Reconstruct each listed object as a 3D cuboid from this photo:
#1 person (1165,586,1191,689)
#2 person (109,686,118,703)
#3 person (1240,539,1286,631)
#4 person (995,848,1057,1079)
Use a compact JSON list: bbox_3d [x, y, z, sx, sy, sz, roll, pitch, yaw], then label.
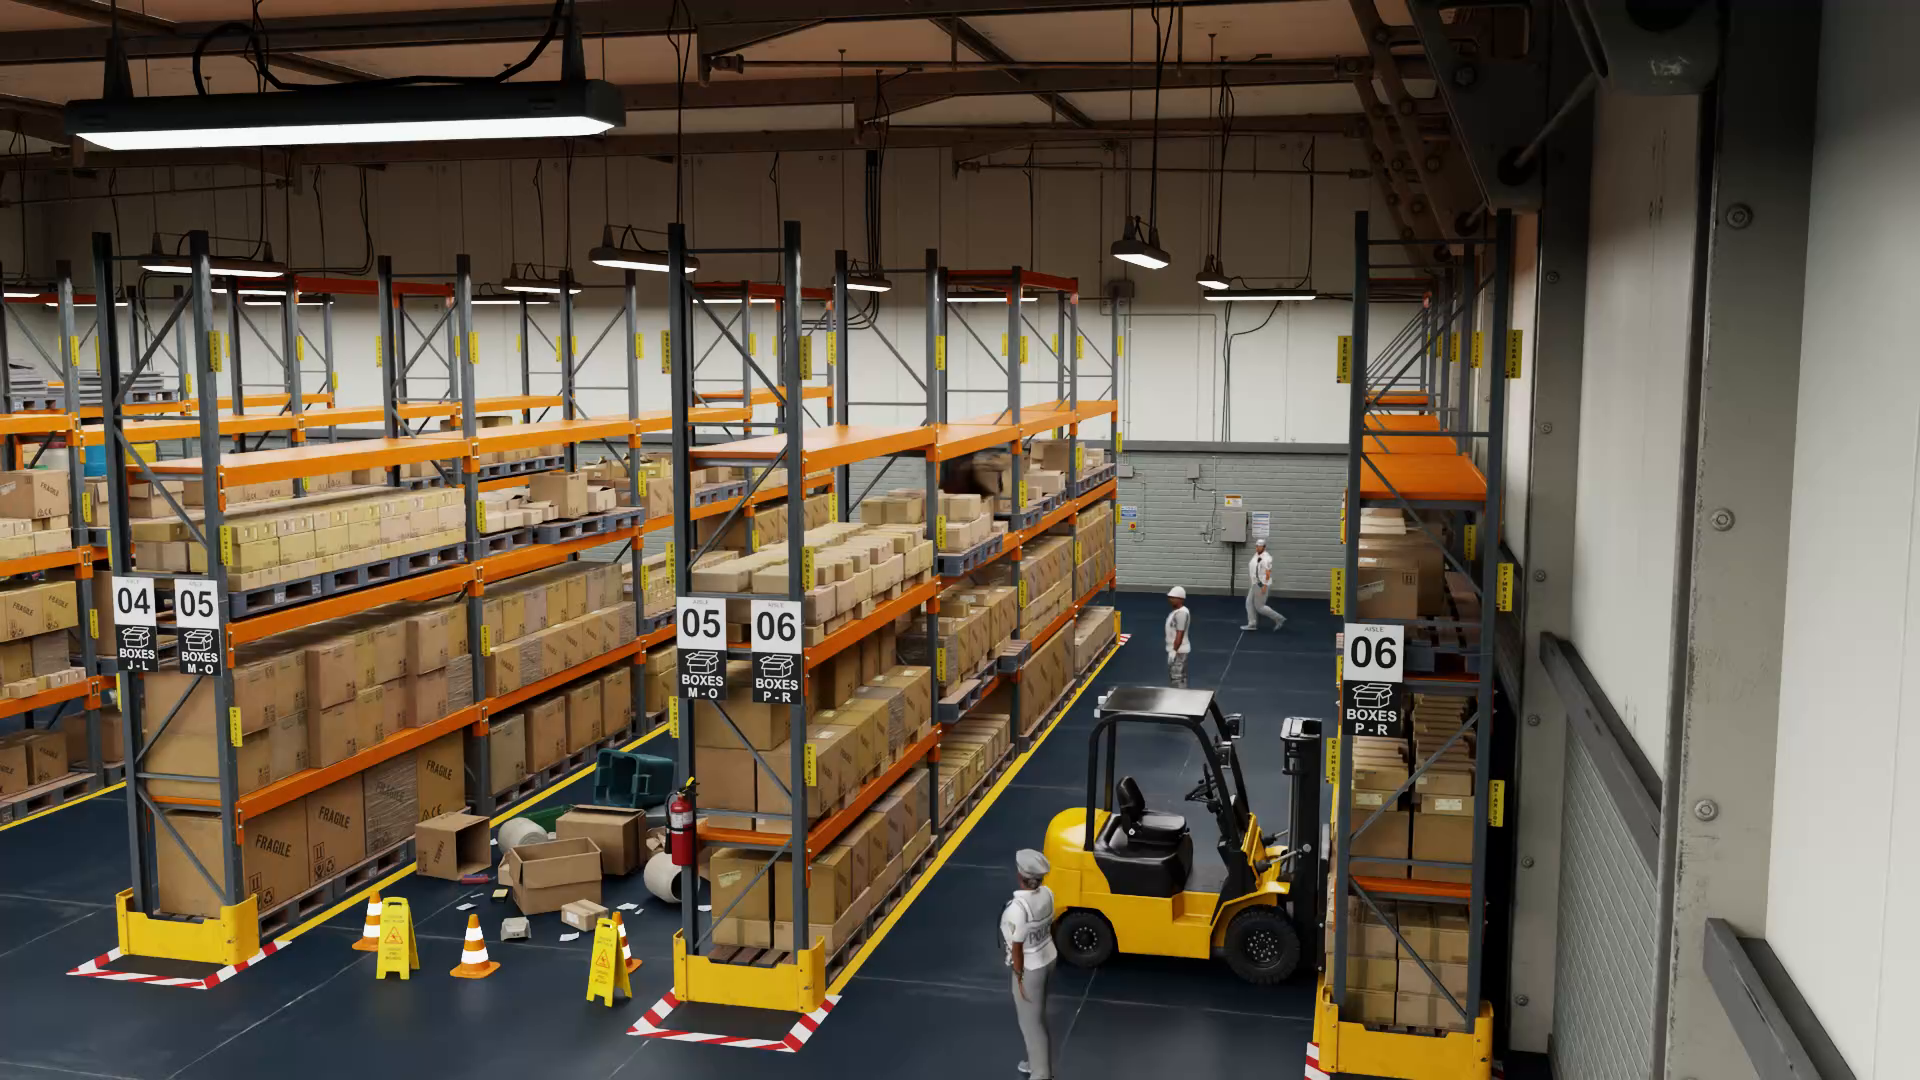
[{"bbox_3d":[2.952,1.521,22.573,0.358,1.786,0.583,2,7,13],"label":"person"},{"bbox_3d":[-11.810,1.446,23.310,0.586,1.790,0.583,-5,8,-33],"label":"person"},{"bbox_3d":[5.320,0.785,29.197,0.758,1.623,0.511,1,7,8],"label":"person"},{"bbox_3d":[0.506,2.938,11.444,0.410,1.704,0.636,4,8,27],"label":"person"}]
